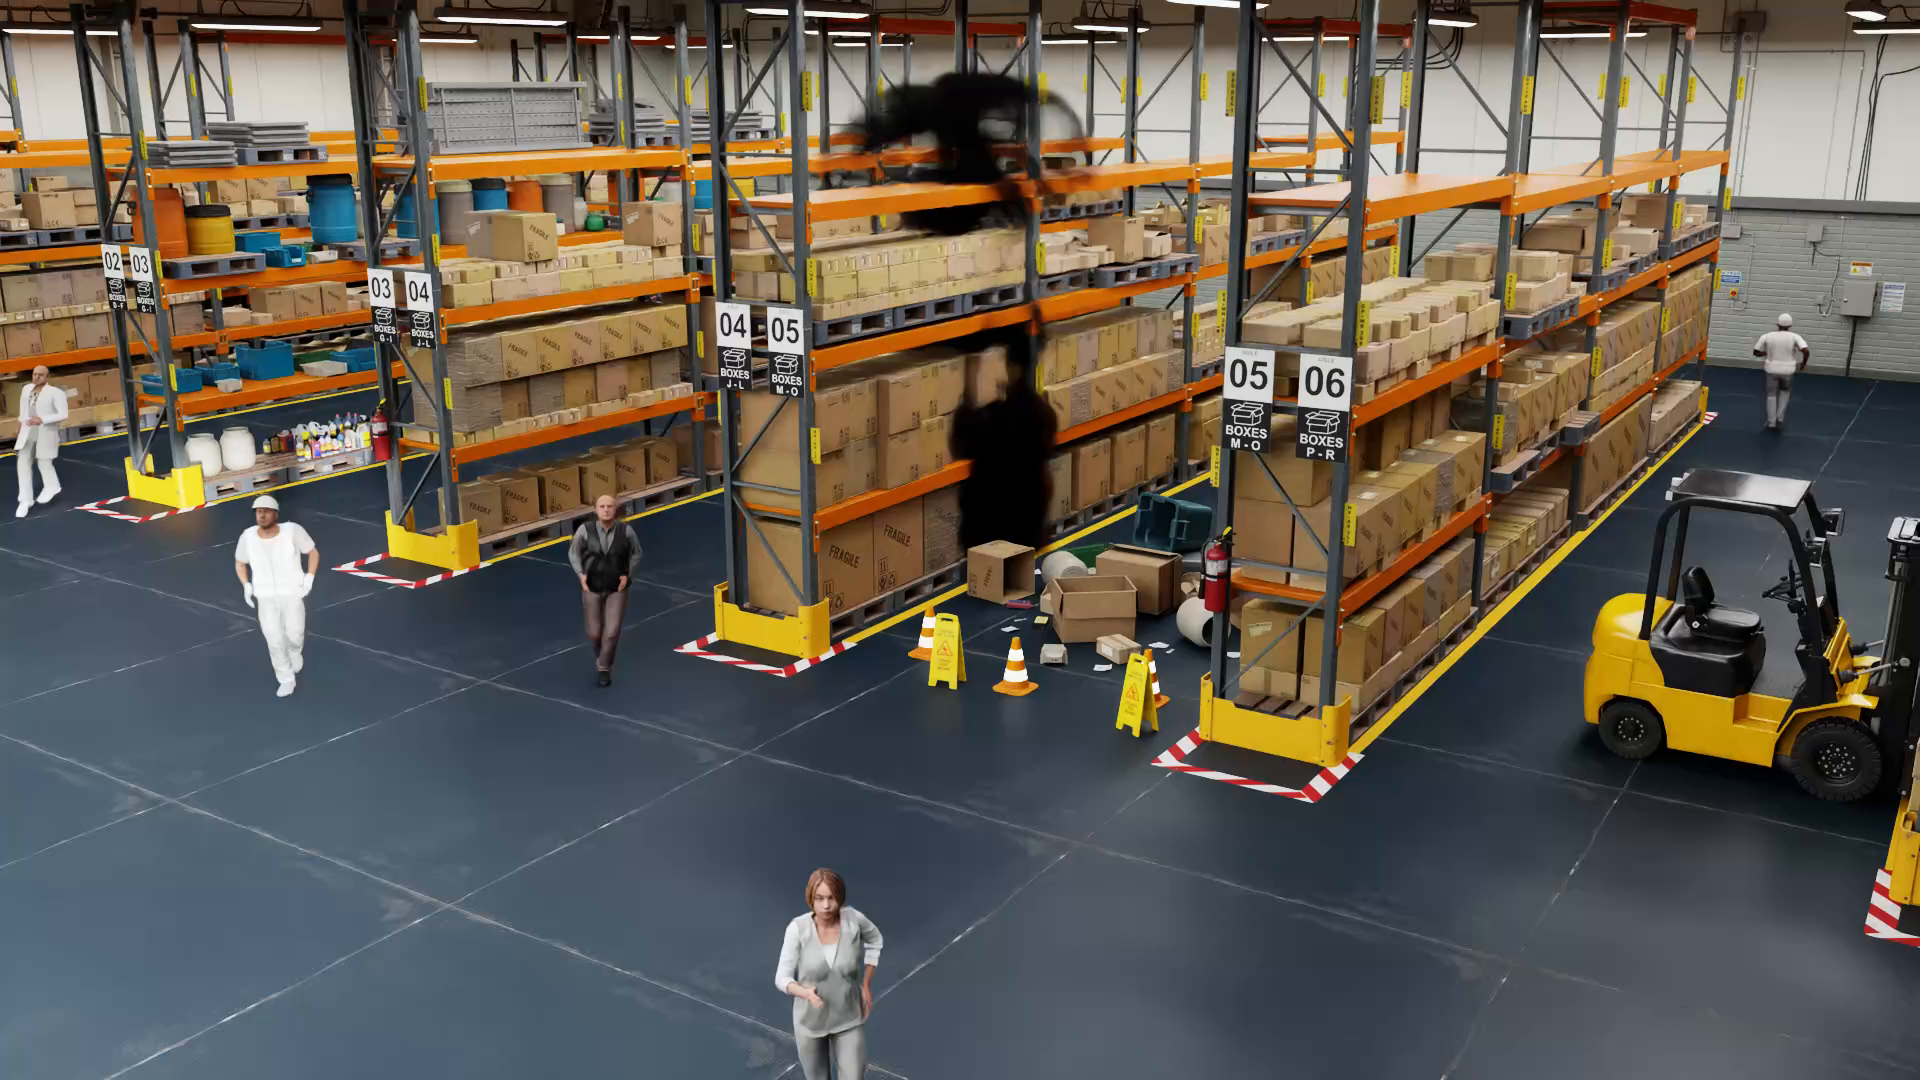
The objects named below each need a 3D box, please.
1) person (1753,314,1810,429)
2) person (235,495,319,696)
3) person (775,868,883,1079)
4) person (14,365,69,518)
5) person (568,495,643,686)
[{"bbox_3d":[12.314,-2.506,25.010,0.771,1.806,0.660,9,18,28],"label":"person"},{"bbox_3d":[-5.877,0.455,14.360,0.678,1.745,0.558,-4,16,-13],"label":"person"},{"bbox_3d":[-0.612,2.325,7.897,0.514,1.633,0.660,-1,16,-5],"label":"person"},{"bbox_3d":[-11.240,-1.245,20.363,0.704,1.773,0.964,-1,16,-3],"label":"person"},{"bbox_3d":[-3.111,0.411,14.677,0.650,1.679,0.643,-3,16,-10],"label":"person"}]
